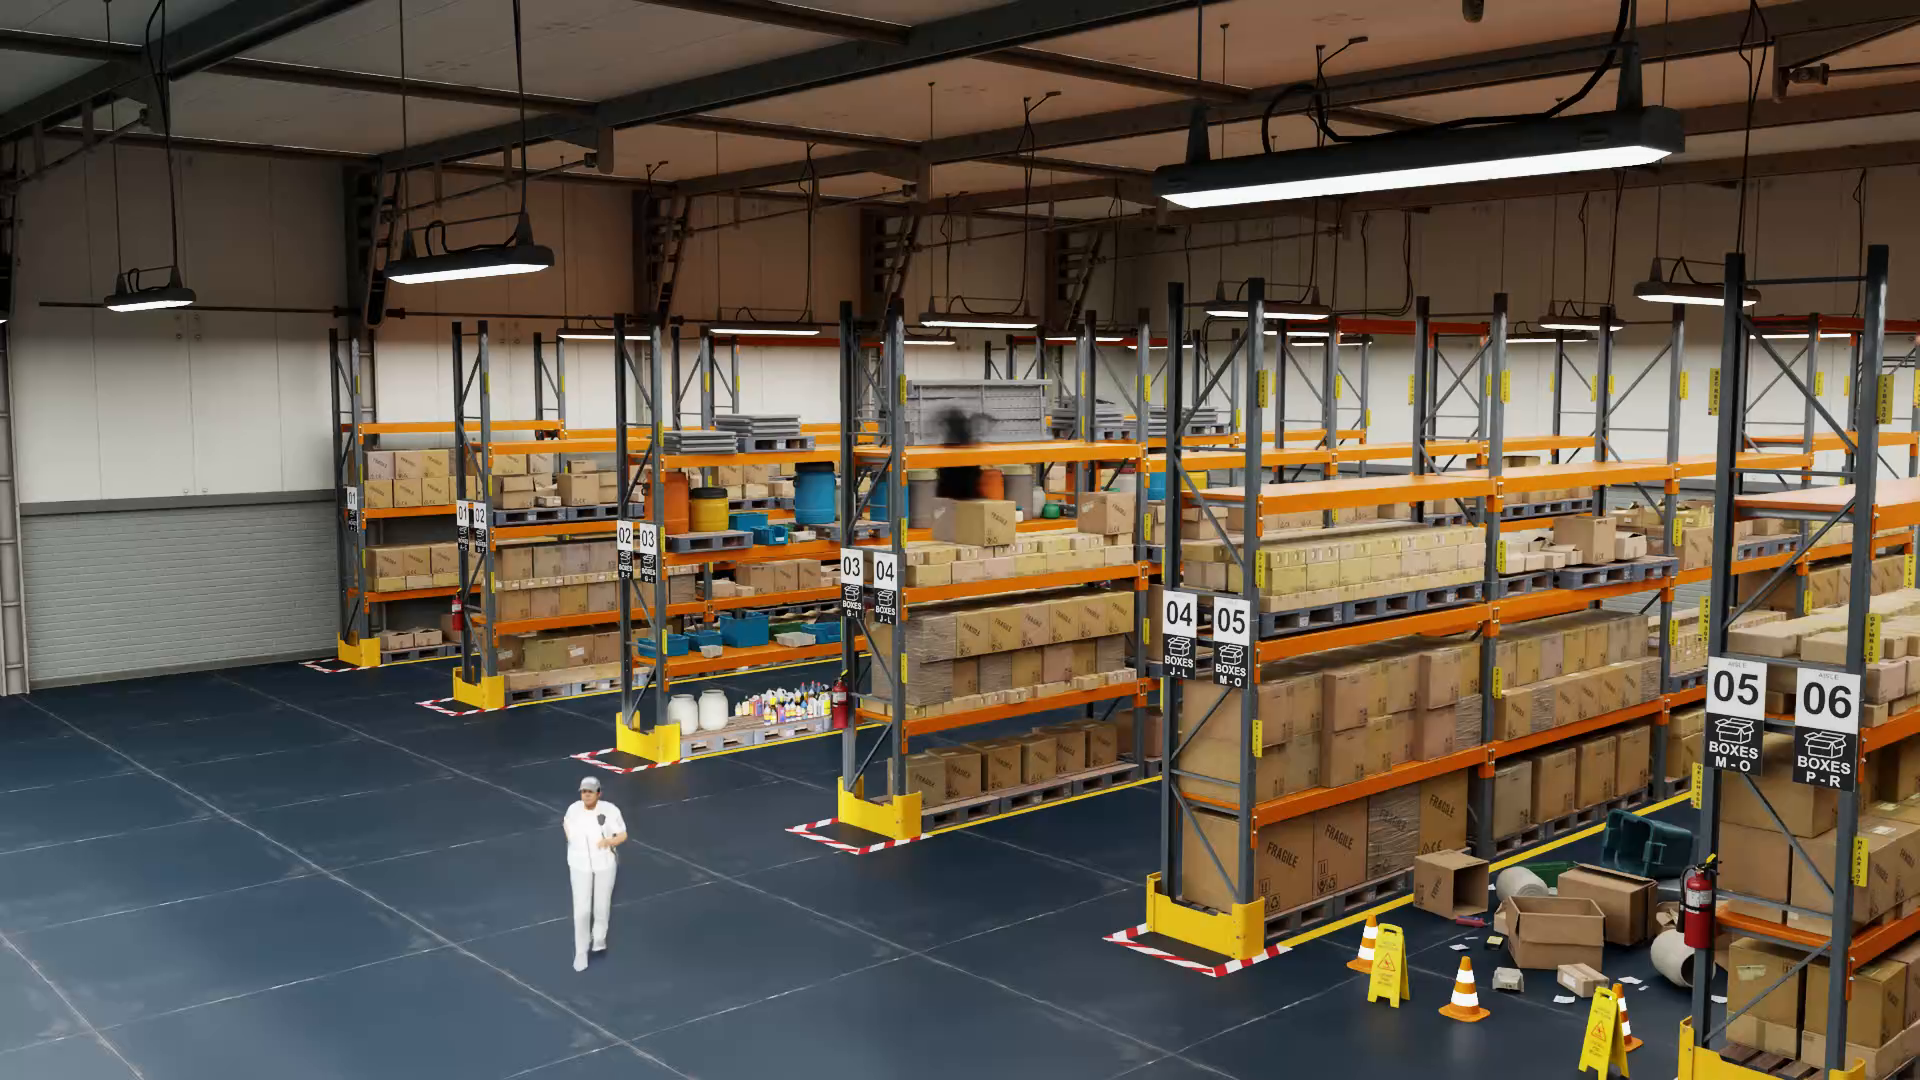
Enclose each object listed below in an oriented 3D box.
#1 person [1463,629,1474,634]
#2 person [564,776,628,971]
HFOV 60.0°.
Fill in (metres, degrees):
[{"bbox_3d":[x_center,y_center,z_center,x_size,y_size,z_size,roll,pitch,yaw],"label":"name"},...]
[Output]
[{"bbox_3d":[6.935,2.101,22.648,0.680,1.800,0.752,6,8,44],"label":"person"},{"bbox_3d":[-3.209,2.920,14.633,0.572,1.729,0.717,-1,6,-8],"label":"person"}]
